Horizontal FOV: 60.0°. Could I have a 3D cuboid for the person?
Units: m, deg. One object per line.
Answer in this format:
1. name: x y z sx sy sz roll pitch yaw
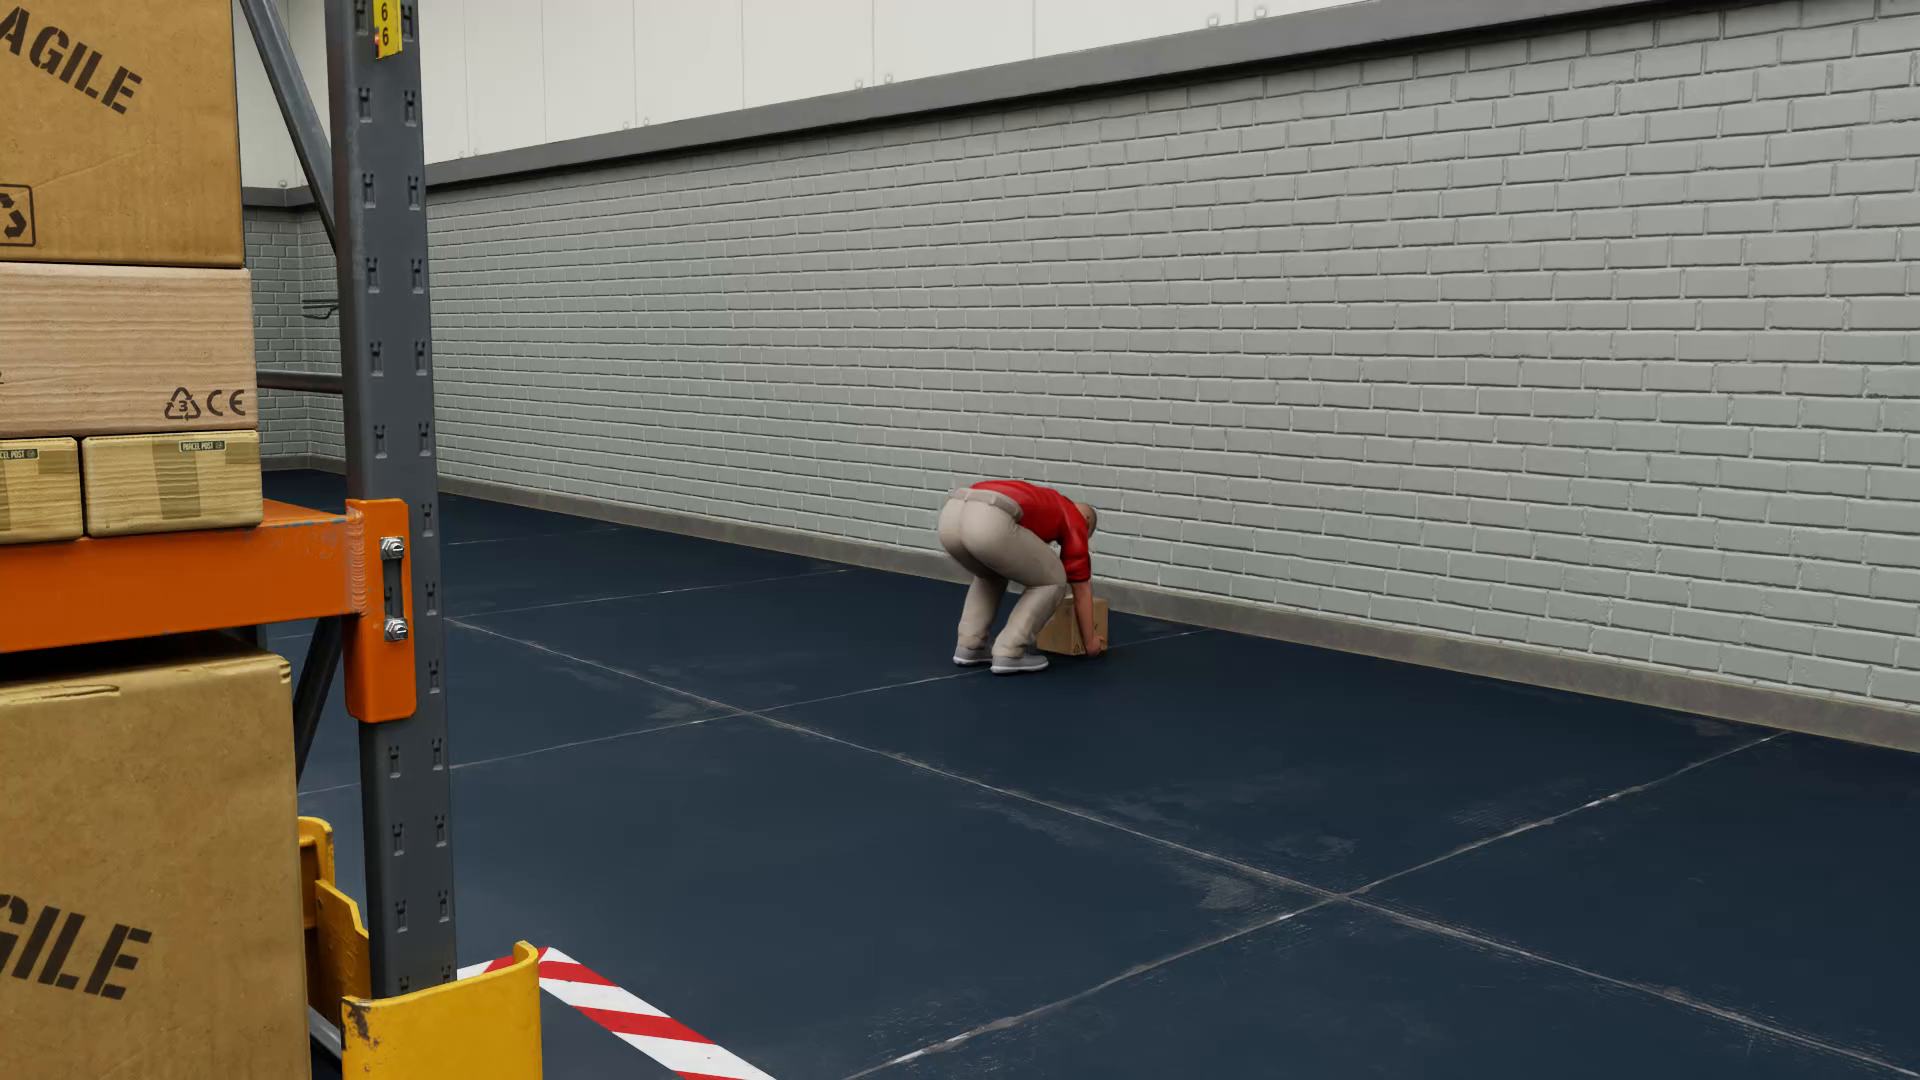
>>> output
1. person: 0.337 0.144 7.992 0.894 0.894 0.539 -7 10 -43
